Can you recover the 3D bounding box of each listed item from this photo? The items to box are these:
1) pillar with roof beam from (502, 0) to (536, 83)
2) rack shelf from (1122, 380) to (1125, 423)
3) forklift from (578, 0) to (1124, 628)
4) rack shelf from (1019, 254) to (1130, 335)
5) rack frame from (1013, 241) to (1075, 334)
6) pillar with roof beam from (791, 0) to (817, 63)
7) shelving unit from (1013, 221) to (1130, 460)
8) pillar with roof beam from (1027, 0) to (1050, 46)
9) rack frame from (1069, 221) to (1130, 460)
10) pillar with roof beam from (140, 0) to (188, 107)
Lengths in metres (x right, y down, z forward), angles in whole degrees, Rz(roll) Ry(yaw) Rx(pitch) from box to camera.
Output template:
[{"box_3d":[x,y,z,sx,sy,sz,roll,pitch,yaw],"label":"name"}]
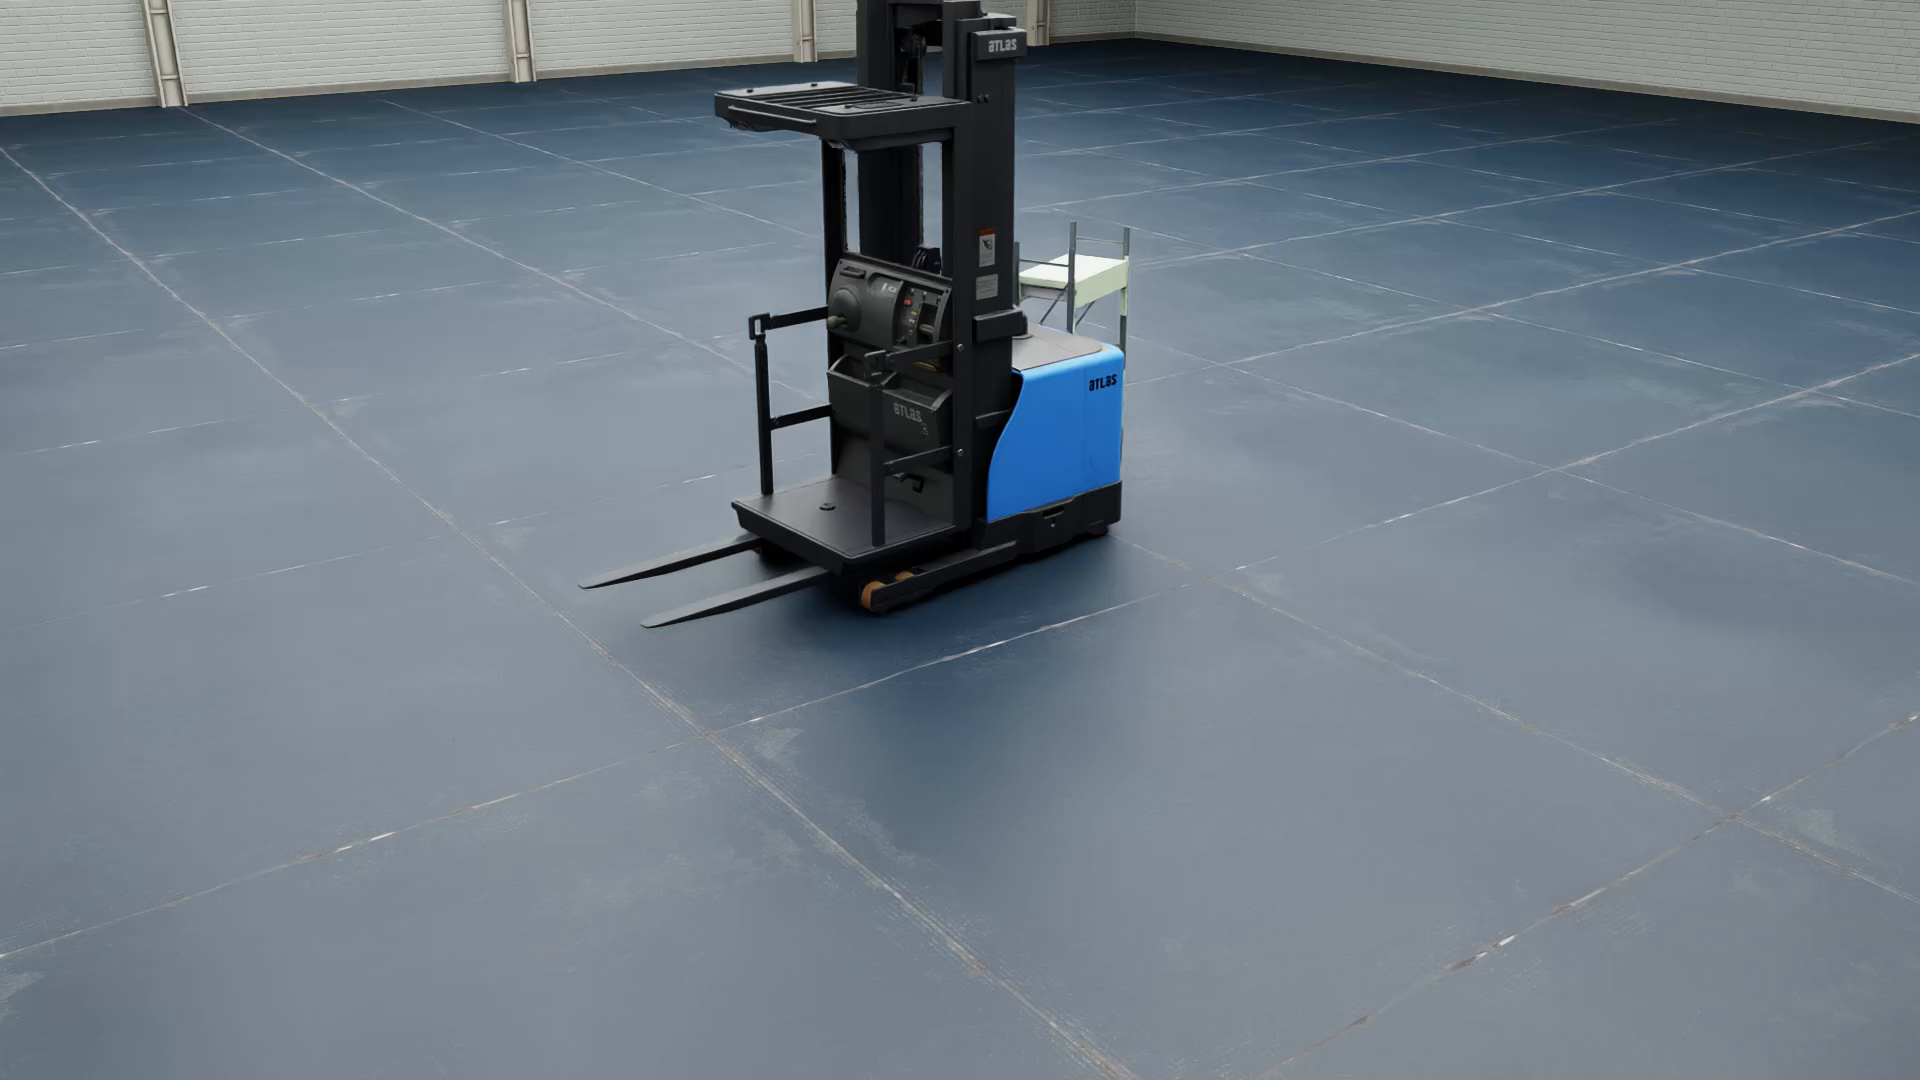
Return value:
[{"box_3d":[-5.493,-11.294,25.559,0.400,9.000,9.100,-15,26,-33],"label":"pillar with roof beam"},{"box_3d":[0.672,-0.823,10.315,0.431,0.370,0.720,12,25,28],"label":"rack shelf"},{"box_3d":[-0.528,-1.203,8.456,3.031,2.935,1.130,-18,28,-37],"label":"forklift"},{"box_3d":[0.672,-1.488,10.050,0.431,0.370,0.720,12,25,28],"label":"rack shelf"},{"box_3d":[0.485,-1.009,9.902,0.400,1.500,0.023,12,25,28],"label":"rack frame"},{"box_3d":[-0.623,-12.593,28.813,0.400,9.000,9.100,-15,26,-33],"label":"pillar with roof beam"},{"box_3d":[0.672,-1.126,10.194,0.431,1.500,0.755,12,25,28],"label":"shelving unit"},{"box_3d":[4.248,-13.892,32.068,0.400,9.000,9.100,-15,26,-33],"label":"pillar with roof beam"},{"box_3d":[0.859,-1.243,10.487,0.400,1.500,0.023,12,25,28],"label":"rack frame"},{"box_3d":[-10.364,-9.996,22.304,0.400,9.000,9.100,-15,26,-33],"label":"pillar with roof beam"}]
